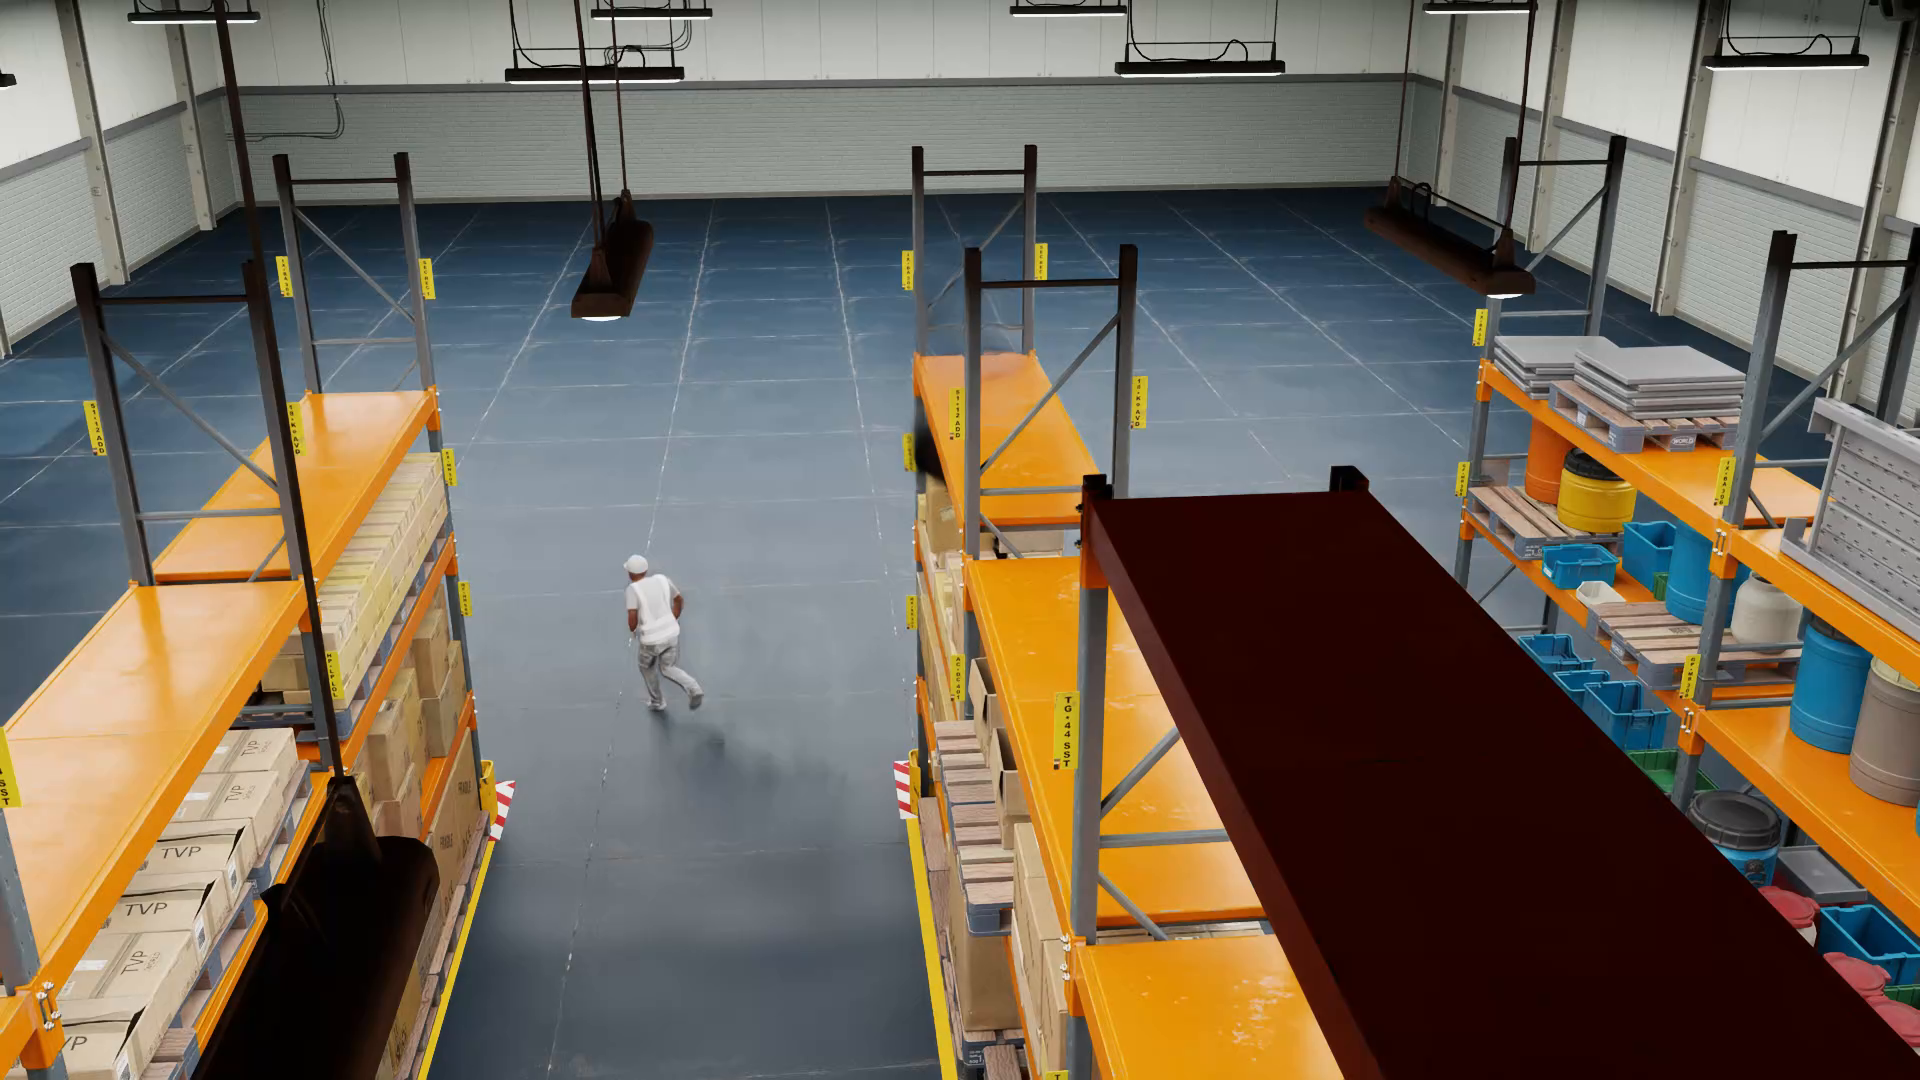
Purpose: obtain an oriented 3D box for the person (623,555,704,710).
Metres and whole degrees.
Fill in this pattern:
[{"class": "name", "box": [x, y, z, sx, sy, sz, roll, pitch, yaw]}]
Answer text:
[{"class": "person", "box": [-2.992, 1.032, 16.775, 0.966, 1.727, 0.679, 14, 26, 32]}]
